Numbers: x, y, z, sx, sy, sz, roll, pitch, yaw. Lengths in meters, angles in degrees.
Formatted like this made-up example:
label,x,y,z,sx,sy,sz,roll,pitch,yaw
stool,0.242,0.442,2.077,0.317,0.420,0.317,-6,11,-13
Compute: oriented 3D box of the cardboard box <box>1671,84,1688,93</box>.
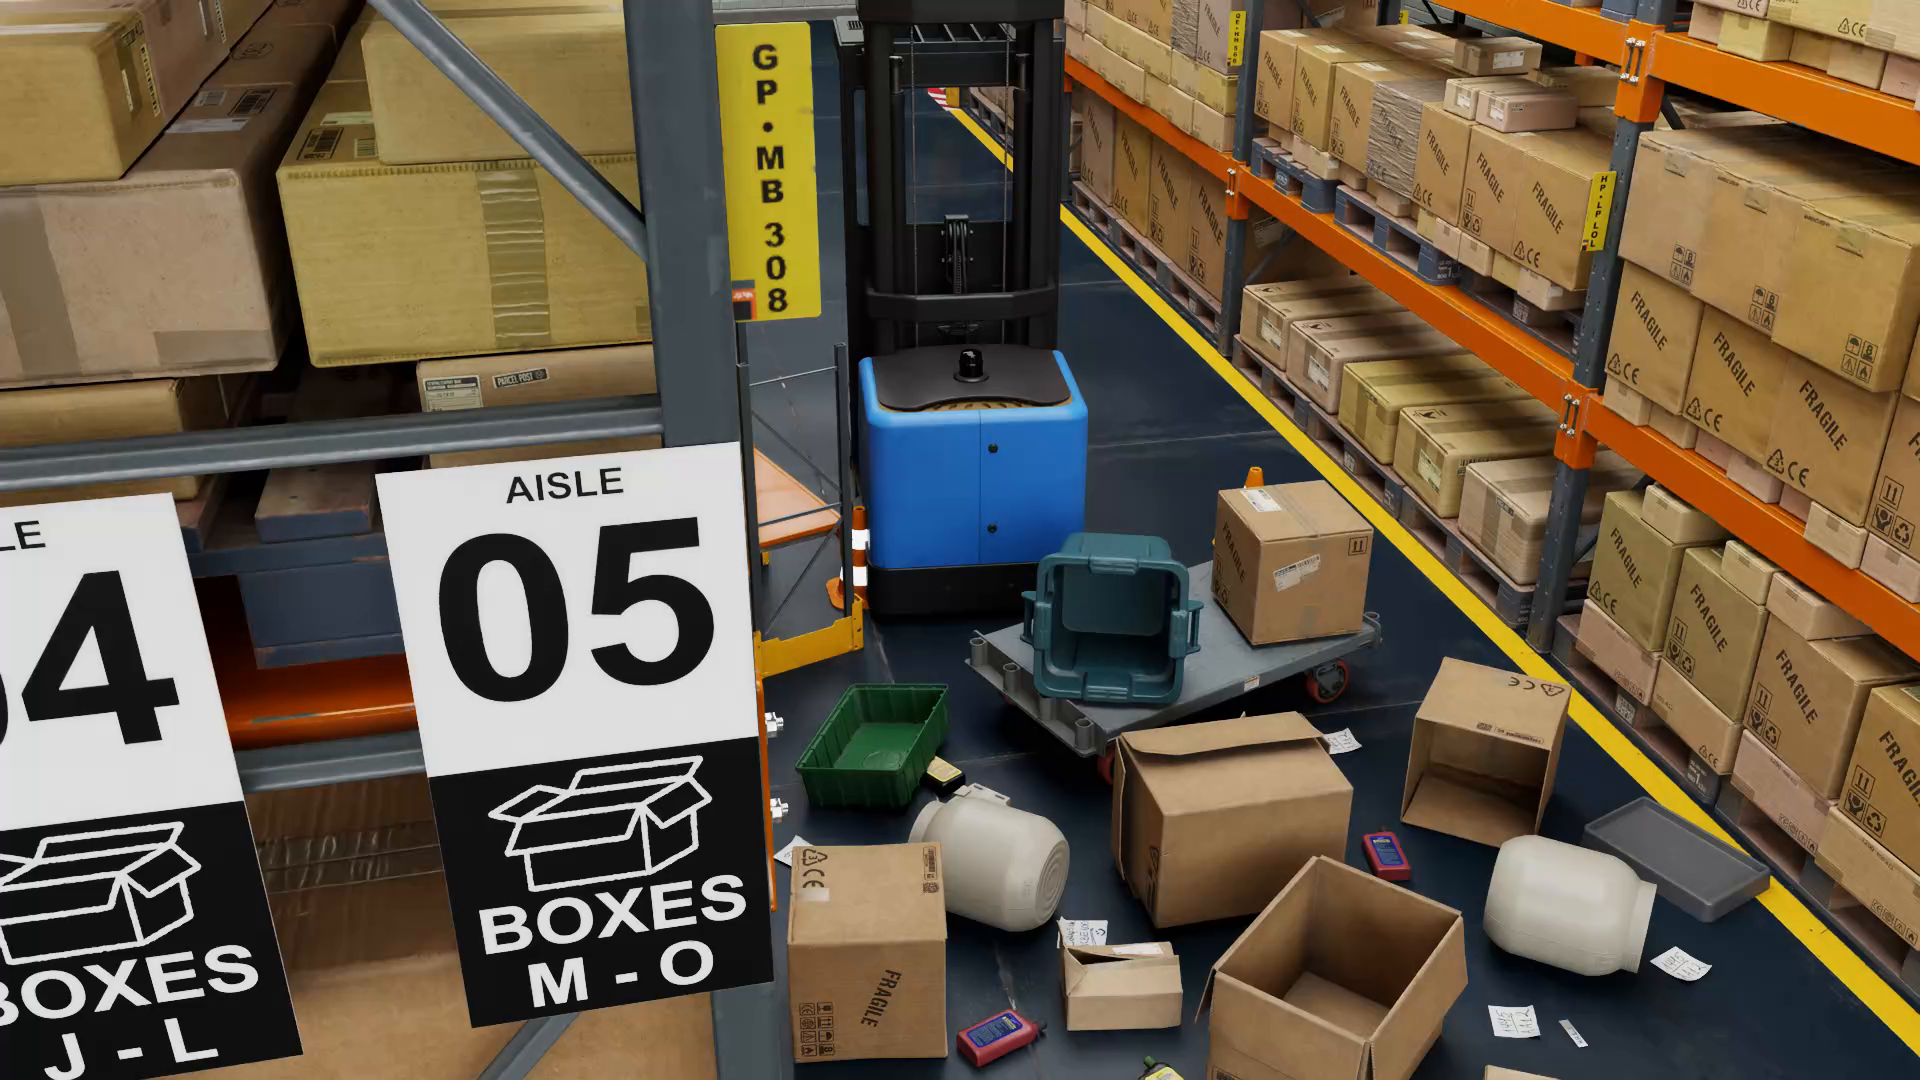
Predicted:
label,x,y,z,sx,sy,sz,roll,pitch,yaw
cardboard box,6.609,-4.014,14.961,0.380,0.149,0.250,-6,27,-12

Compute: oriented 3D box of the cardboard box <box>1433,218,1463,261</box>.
label,x,y,z,sx,sy,sz,roll,pitch,yaw
cardboard box,2.567,-1.494,8.193,0.380,0.149,0.250,-6,27,-11

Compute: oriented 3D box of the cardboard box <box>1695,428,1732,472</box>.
label,x,y,z,sx,sy,sz,roll,pitch,yaw
cardboard box,3.104,-0.380,6.453,0.380,0.149,0.250,-6,27,-12

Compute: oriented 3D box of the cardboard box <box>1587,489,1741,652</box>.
label,x,y,z,sx,sy,sz,roll,pitch,yaw
cardboard box,3.018,0.110,6.957,0.500,0.500,0.500,-5,27,-9

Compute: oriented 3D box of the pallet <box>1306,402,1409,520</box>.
label,x,y,z,sx,sy,sz,roll,pitch,yaw
pallet,2.693,-0.516,9.537,1.003,0.211,1.213,-6,27,-12

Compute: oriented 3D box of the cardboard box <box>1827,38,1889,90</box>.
label,x,y,z,sx,sy,sz,roll,pitch,yaw
cardboard box,3.165,-1.615,5.571,0.380,0.149,0.250,-5,27,-10

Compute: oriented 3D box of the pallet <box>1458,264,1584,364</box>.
label,x,y,z,sx,sy,sz,roll,pitch,yaw
pallet,3.118,-1.147,7.906,1.003,0.211,1.213,-6,27,-12

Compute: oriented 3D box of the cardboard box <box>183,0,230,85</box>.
label,x,y,z,sx,sy,sz,roll,pitch,yaw
cardboard box,-1.269,-0.730,2.355,0.380,0.149,0.250,-5,27,-11

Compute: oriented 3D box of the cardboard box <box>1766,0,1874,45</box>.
label,x,y,z,sx,sy,sz,roll,pitch,yaw
cardboard box,3.106,-1.841,5.575,0.500,0.250,0.500,-6,27,-12

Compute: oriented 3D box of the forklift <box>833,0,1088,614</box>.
label,x,y,z,sx,sy,sz,roll,pitch,yaw
forklift,-0.066,-1.589,8.645,1.130,2.935,3.031,-3,27,-5

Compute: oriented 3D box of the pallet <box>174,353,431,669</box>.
label,x,y,z,sx,sy,sz,roll,pitch,yaw
pallet,-0.927,-0.203,2.593,1.003,0.211,1.213,-6,27,-12

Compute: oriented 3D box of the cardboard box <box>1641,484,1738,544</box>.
label,x,y,z,sx,sy,sz,roll,pitch,yaw
cardboard box,2.988,-0.119,6.690,0.380,0.149,0.250,-6,27,-11

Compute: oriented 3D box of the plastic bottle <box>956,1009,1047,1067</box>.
label,x,y,z,sx,sy,sz,roll,pitch,yaw
plastic bottle,0.141,1.623,5.467,0.283,0.061,0.133,-16,31,-29

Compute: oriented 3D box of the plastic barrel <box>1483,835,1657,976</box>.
label,x,y,z,sx,sy,sz,roll,pitch,yaw
plastic barrel,2.109,1.271,5.762,0.512,0.421,0.421,13,30,24

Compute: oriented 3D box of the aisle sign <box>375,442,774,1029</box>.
label,x,y,z,sx,sy,sz,roll,pitch,yaw
aisle sign,-0.442,0.261,2.019,0.394,0.787,0.004,-6,27,-12

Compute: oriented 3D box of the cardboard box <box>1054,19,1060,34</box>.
label,x,y,z,sx,sy,sz,roll,pitch,yaw
cardboard box,0.992,-4.616,14.456,0.500,0.500,0.500,-6,27,-11

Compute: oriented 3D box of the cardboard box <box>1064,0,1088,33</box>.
label,x,y,z,sx,sy,sz,roll,pitch,yaw
cardboard box,1.170,-4.329,13.609,0.500,0.250,0.500,-7,28,-13

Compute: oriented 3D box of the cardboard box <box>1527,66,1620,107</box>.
label,x,y,z,sx,sy,sz,roll,pitch,yaw
cardboard box,3.042,-2.245,8.243,0.380,0.149,0.250,-4,27,-9

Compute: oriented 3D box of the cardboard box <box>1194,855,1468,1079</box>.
label,x,y,z,sx,sy,sz,roll,pitch,yaw
cardboard box,1.187,1.474,5.271,0.637,0.503,0.797,19,32,32

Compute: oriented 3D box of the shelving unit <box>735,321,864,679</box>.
label,x,y,z,sx,sy,sz,roll,pitch,yaw
shelving unit,-0.977,-0.306,7.691,0.587,1.500,1.083,-16,31,-28

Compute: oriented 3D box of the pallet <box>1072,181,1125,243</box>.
label,x,y,z,sx,sy,sz,roll,pitch,yaw
pallet,1.593,-2.818,14.099,1.003,0.211,1.213,-6,27,-12

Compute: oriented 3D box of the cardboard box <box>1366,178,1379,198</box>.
label,x,y,z,sx,sy,sz,roll,pitch,yaw
cardboard box,2.461,-1.959,9.115,0.380,0.149,0.250,-5,27,-10

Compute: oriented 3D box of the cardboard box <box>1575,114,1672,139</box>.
label,x,y,z,sx,sy,sz,roll,pitch,yaw
cardboard box,3.209,-1.702,7.886,0.500,0.500,0.500,-6,27,-11

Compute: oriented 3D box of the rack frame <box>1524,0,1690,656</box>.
label,x,y,z,sx,sy,sz,roll,pitch,yaw
rack frame,3.148,-0.882,7.169,1.000,3.000,0.127,-6,27,-12

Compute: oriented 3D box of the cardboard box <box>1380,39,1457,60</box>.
label,x,y,z,sx,sy,sz,roll,pitch,yaw
cardboard box,2.747,-2.606,9.677,0.500,0.500,0.500,-6,27,-12

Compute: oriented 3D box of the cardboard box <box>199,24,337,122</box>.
label,x,y,z,sx,sy,sz,roll,pitch,yaw
cardboard box,-1.244,-0.622,2.584,0.500,0.250,0.500,-6,27,-11

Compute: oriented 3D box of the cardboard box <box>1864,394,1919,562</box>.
label,x,y,z,sx,sy,sz,roll,pitch,yaw
cardboard box,3.346,-0.179,5.334,0.500,0.500,0.500,-6,27,-11

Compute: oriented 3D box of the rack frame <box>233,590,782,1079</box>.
label,x,y,z,sx,sy,sz,roll,pitch,yaw
rack frame,-0.750,1.421,2.606,1.000,3.000,0.127,-6,27,-12

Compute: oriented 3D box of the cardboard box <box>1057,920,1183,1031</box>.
label,x,y,z,sx,sy,sz,roll,pitch,yaw
cardboard box,0.530,1.453,5.576,0.396,0.266,0.258,-1,27,-3

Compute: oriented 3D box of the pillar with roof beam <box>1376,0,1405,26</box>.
label,x,y,z,sx,sy,sz,roll,pitch,yaw
pillar with roof beam,1.356,-10.172,18.916,9.100,9.000,0.400,-6,27,-12

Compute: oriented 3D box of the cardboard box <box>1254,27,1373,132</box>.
label,x,y,z,sx,sy,sz,roll,pitch,yaw
cardboard box,2.123,-2.782,10.026,0.500,0.500,0.500,-7,28,-13

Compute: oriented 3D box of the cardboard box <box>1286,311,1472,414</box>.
label,x,y,z,sx,sy,sz,roll,pitch,yaw
cardboard box,2.539,-1.080,10.012,0.950,0.372,0.625,-6,27,-13

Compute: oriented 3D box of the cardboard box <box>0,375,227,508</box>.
label,x,y,z,sx,sy,sz,roll,pitch,yaw
cardboard box,-1.155,-0.150,2.090,0.380,0.149,0.250,-6,27,-12

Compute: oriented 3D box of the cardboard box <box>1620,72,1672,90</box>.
label,x,y,z,sx,sy,sz,roll,pitch,yaw
cardboard box,6.108,-4.100,14.802,0.380,0.149,0.250,-7,28,-14

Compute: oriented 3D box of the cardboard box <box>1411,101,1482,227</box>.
label,x,y,z,sx,sy,sz,roll,pitch,yaw
cardboard box,2.597,-1.871,8.221,0.500,0.500,0.500,-5,27,-10

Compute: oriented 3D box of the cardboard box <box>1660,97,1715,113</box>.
label,x,y,z,sx,sy,sz,roll,pitch,yaw
cardboard box,6.284,-3.732,14.404,0.380,0.149,0.250,-6,27,-12

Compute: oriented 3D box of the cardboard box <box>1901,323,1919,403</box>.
label,x,y,z,sx,sy,sz,roll,pitch,yaw
cardboard box,3.423,-0.621,5.102,0.700,0.500,0.500,-6,27,-12

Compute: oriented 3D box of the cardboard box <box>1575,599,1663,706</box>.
label,x,y,z,sx,sy,sz,roll,pitch,yaw
cardboard box,3.018,0.444,7.126,0.500,0.250,0.500,-7,28,-14

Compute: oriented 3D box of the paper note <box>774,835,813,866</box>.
label,x,y,z,sx,sy,sz,roll,pitch,yaw
paper note,-0.618,1.193,6.351,0.142,0.020,0.147,19,32,32

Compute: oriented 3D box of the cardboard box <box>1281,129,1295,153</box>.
label,x,y,z,sx,sy,sz,roll,pitch,yaw
cardboard box,2.170,-2.424,10.037,0.380,0.149,0.250,-8,28,-15

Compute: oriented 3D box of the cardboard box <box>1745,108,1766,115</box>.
label,x,y,z,sx,sy,sz,roll,pitch,yaw
cardboard box,6.878,-3.565,14.072,0.380,0.149,0.250,-6,27,-11

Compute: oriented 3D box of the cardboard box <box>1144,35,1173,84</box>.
label,x,y,z,sx,sy,sz,roll,pitch,yaw
cardboard box,1.636,-3.429,11.825,0.500,0.250,0.500,-7,28,-13

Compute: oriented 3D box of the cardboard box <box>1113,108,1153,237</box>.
label,x,y,z,sx,sy,sz,roll,pitch,yaw
cardboard box,1.774,-2.973,13.204,0.875,0.875,0.875,-5,27,-10

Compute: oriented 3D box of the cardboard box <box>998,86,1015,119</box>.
label,x,y,z,sx,sy,sz,roll,pitch,yaw
cardboard box,0.905,-4.513,16.740,0.875,0.438,0.875,-5,27,-10

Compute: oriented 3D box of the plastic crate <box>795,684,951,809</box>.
label,x,y,z,sx,sy,sz,roll,pitch,yaw
plastic crate,-0.336,0.838,6.818,0.450,0.188,0.662,-2,25,20

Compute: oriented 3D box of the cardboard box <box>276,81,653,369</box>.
label,x,y,z,sx,sy,sz,roll,pitch,yaw
cardboard box,-0.609,-0.454,2.251,0.500,0.250,0.500,-6,27,-12

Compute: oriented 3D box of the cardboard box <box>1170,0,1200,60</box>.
label,x,y,z,sx,sy,sz,roll,pitch,yaw
cardboard box,1.752,-3.554,11.242,0.500,0.500,0.500,-5,27,-11

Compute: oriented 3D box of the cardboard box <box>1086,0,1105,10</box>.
label,x,y,z,sx,sy,sz,roll,pitch,yaw
cardboard box,1.306,-4.442,13.001,0.500,0.500,0.500,-6,27,-12

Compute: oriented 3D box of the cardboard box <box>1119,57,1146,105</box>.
label,x,y,z,sx,sy,sz,roll,pitch,yaw
cardboard box,1.509,-3.433,12.389,0.500,0.250,0.500,-6,27,-12

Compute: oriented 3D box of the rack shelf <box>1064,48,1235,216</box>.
label,x,y,z,sx,sy,sz,roll,pitch,yaw
rack shelf,1.796,-3.195,12.549,1.077,0.370,4.000,-6,27,-12

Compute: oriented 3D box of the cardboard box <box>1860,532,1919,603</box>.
label,x,y,z,sx,sy,sz,roll,pitch,yaw
cardboard box,3.270,0.071,5.559,0.380,0.149,0.250,-6,27,-12

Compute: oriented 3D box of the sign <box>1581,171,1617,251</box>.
label,x,y,z,sx,sy,sz,roll,pitch,yaw
sign,2.609,-1.341,6.793,0.100,0.325,0.005,-6,27,-12

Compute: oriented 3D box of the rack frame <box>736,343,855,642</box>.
label,x,y,z,sx,sy,sz,roll,pitch,yaw
rack frame,-0.704,-0.108,7.299,0.500,1.500,0.032,-16,31,-28

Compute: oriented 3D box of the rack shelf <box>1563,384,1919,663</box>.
label,x,y,z,sx,sy,sz,roll,pitch,yaw
rack shelf,3.599,0.317,5.591,1.077,0.370,4.000,-6,27,-12
